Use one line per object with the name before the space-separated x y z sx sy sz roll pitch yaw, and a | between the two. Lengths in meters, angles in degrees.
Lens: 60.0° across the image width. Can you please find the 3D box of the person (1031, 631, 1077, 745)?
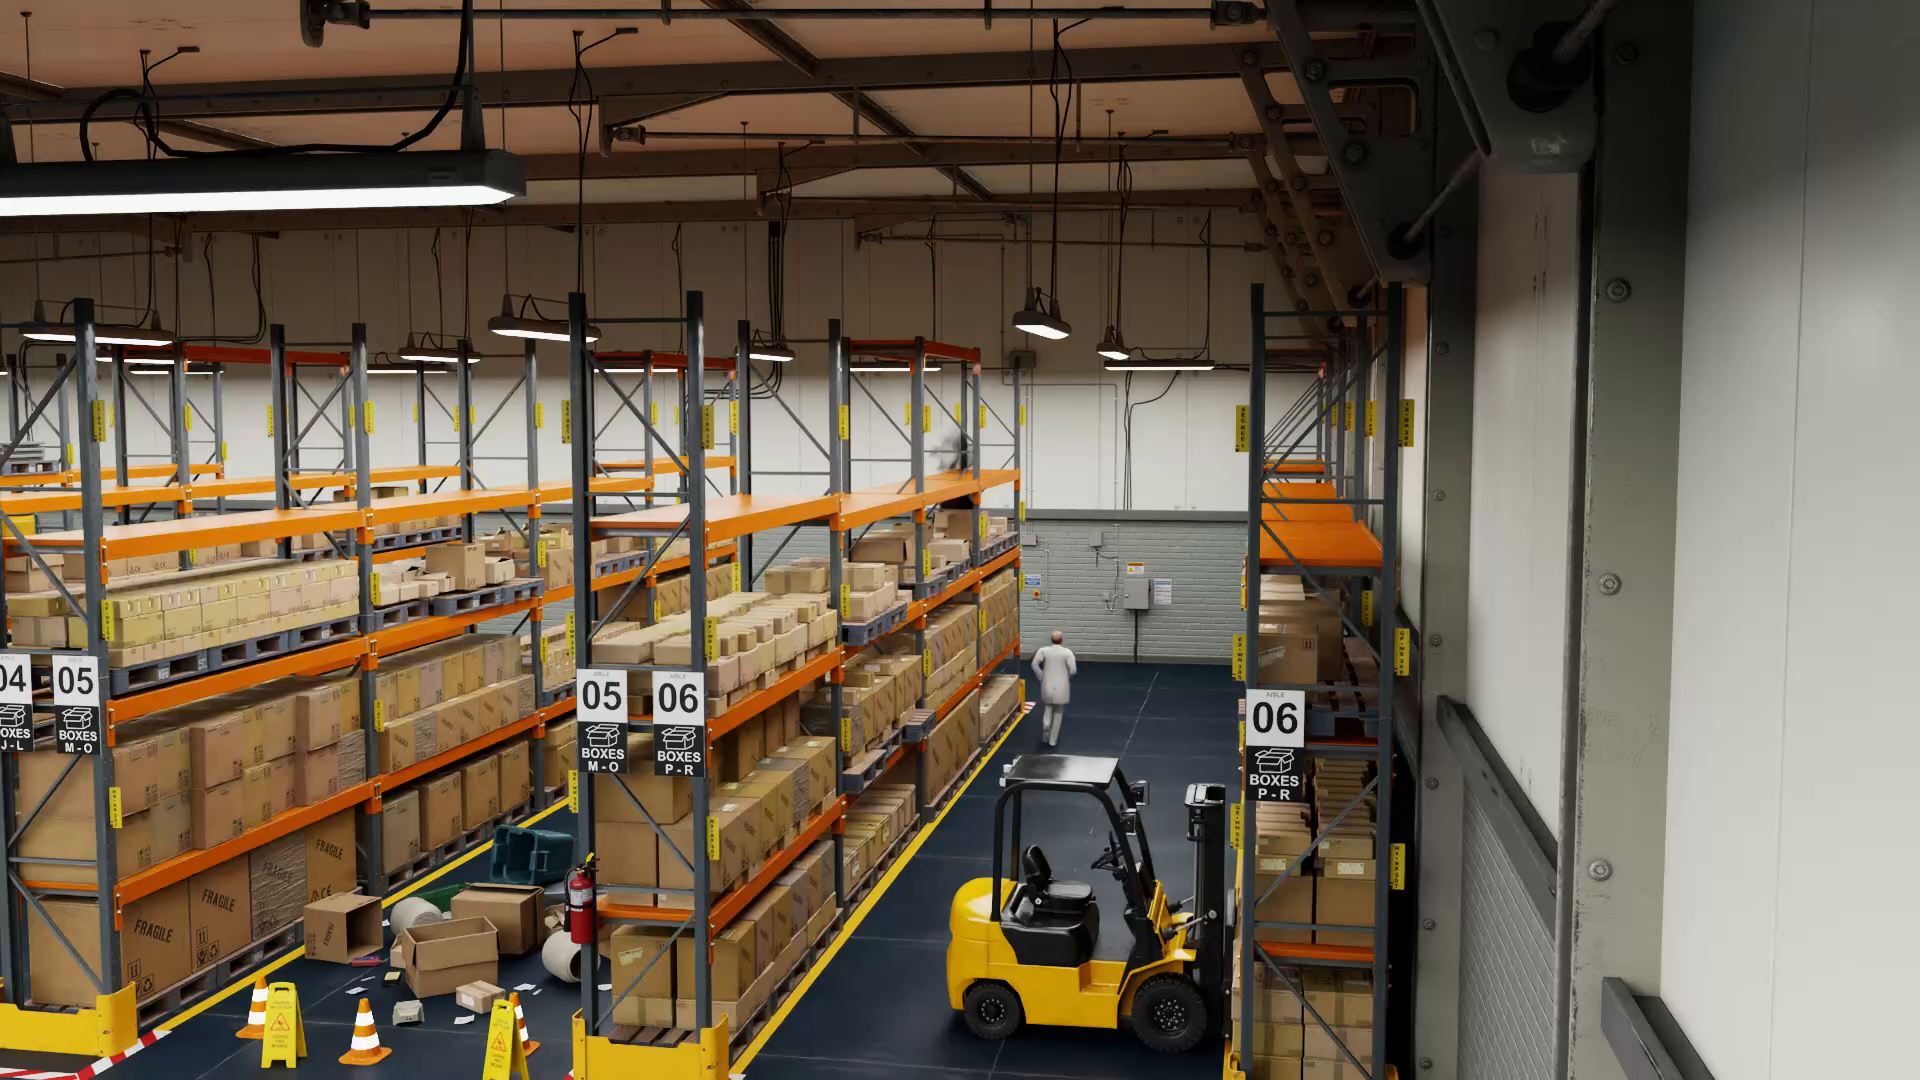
person | 1.464 2.350 25.459 0.681 1.512 0.655 1 5 14
